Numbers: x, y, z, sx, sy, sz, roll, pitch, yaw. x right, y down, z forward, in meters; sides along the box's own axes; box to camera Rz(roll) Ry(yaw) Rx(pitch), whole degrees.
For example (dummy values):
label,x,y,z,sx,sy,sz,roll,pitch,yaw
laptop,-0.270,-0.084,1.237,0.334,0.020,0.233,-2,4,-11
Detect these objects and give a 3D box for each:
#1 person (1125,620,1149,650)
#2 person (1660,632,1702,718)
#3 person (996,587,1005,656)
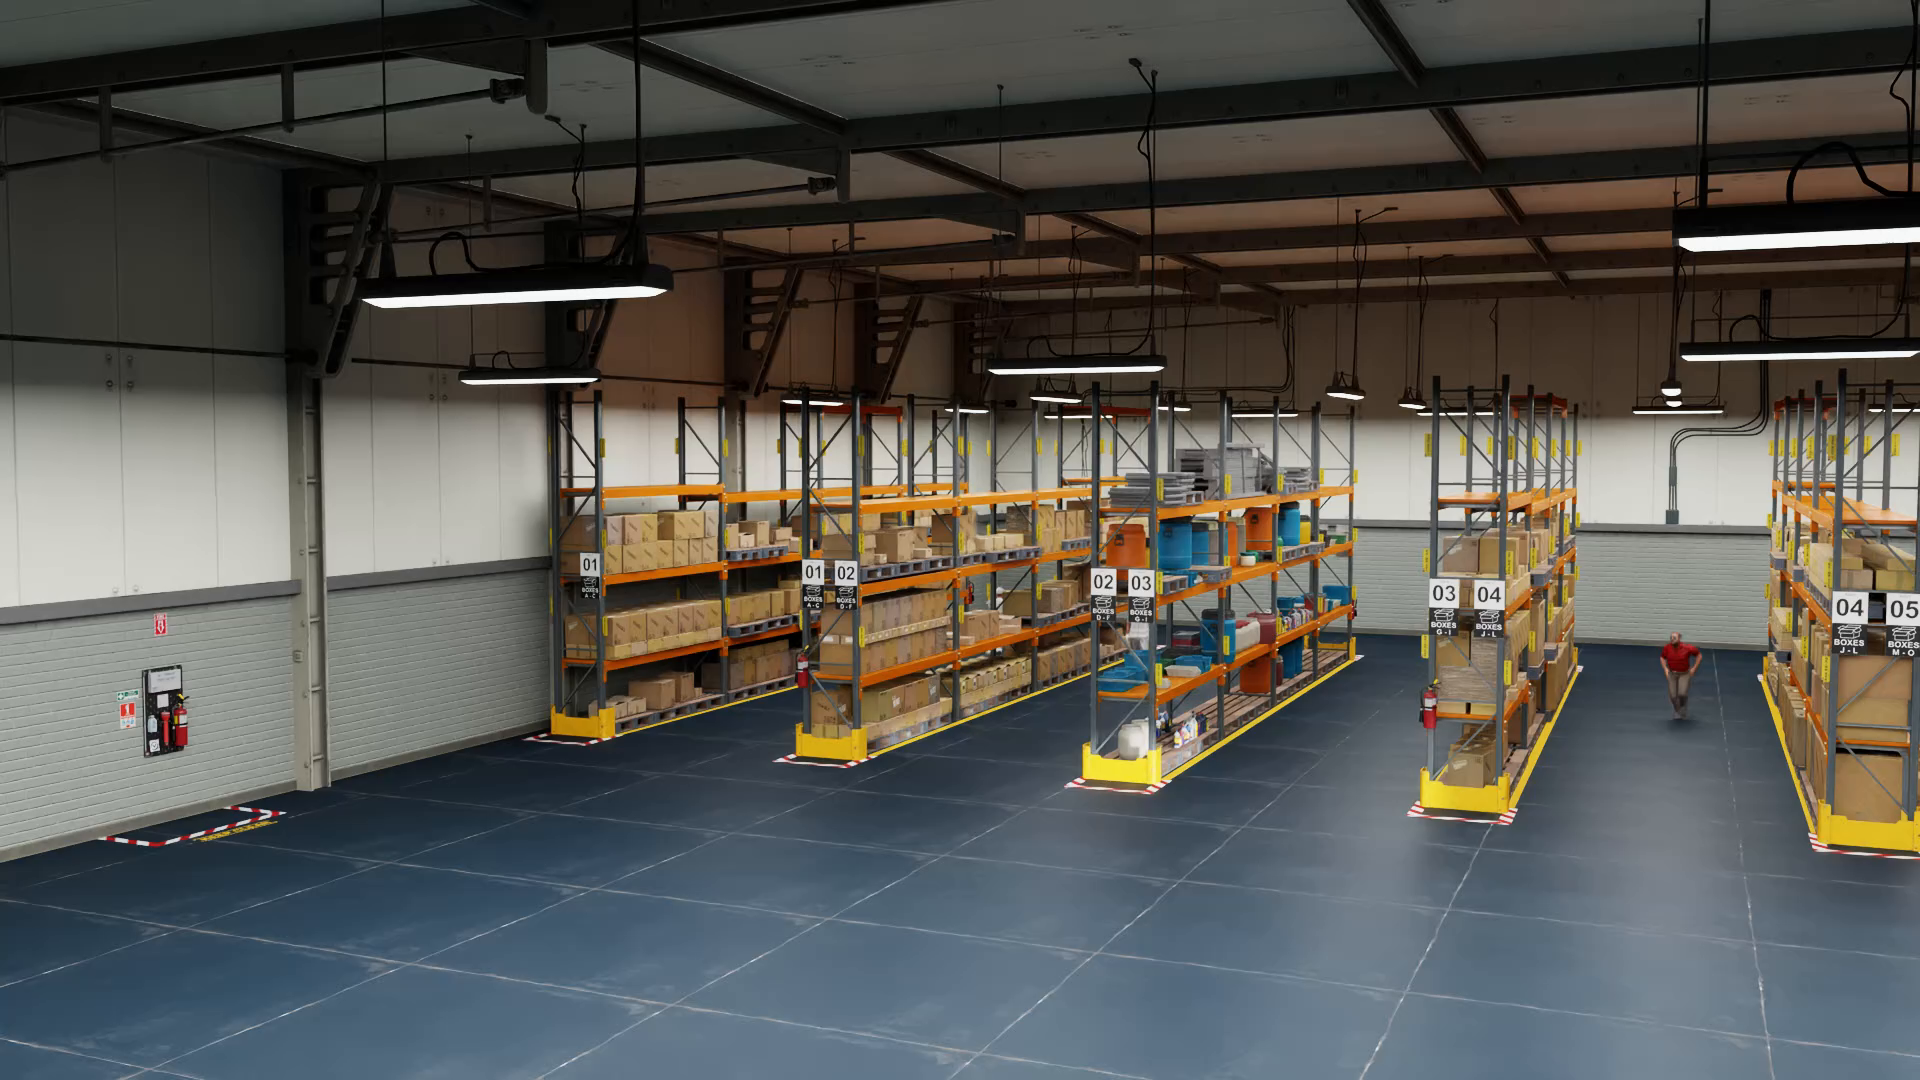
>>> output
label,x,y,z,sx,sy,sz,roll,pitch,yaw
person,3.903,2.118,36.207,0.562,1.739,1.065,1,3,14
person,13.306,2.494,30.682,0.717,1.636,0.708,2,4,32
person,0.907,1.981,38.647,0.519,1.789,0.592,-3,4,-39
